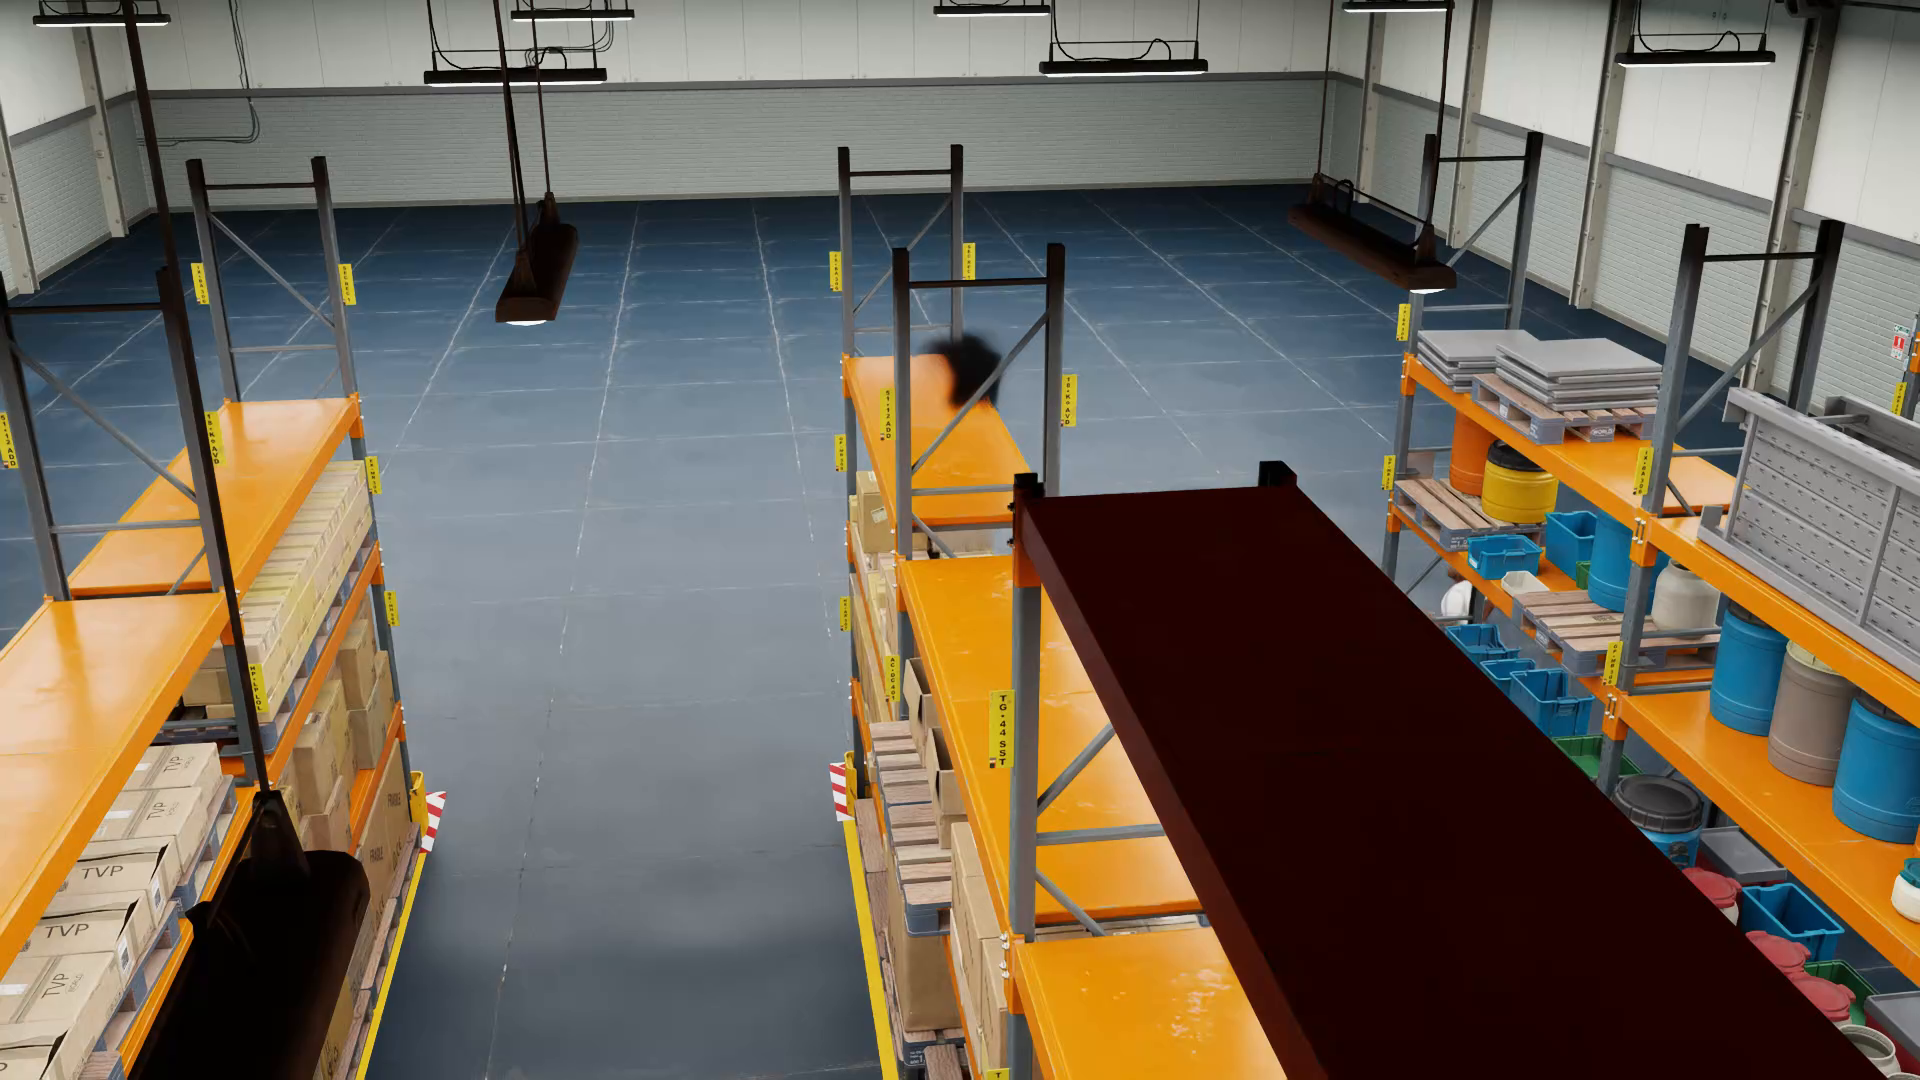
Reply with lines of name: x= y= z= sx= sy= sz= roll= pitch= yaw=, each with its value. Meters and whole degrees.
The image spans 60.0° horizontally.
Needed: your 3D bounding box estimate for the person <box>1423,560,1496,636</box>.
person: x=5.060 y=0.979 z=16.840 sx=0.827 sy=1.777 sz=0.630 roll=14 pitch=25 yaw=31
